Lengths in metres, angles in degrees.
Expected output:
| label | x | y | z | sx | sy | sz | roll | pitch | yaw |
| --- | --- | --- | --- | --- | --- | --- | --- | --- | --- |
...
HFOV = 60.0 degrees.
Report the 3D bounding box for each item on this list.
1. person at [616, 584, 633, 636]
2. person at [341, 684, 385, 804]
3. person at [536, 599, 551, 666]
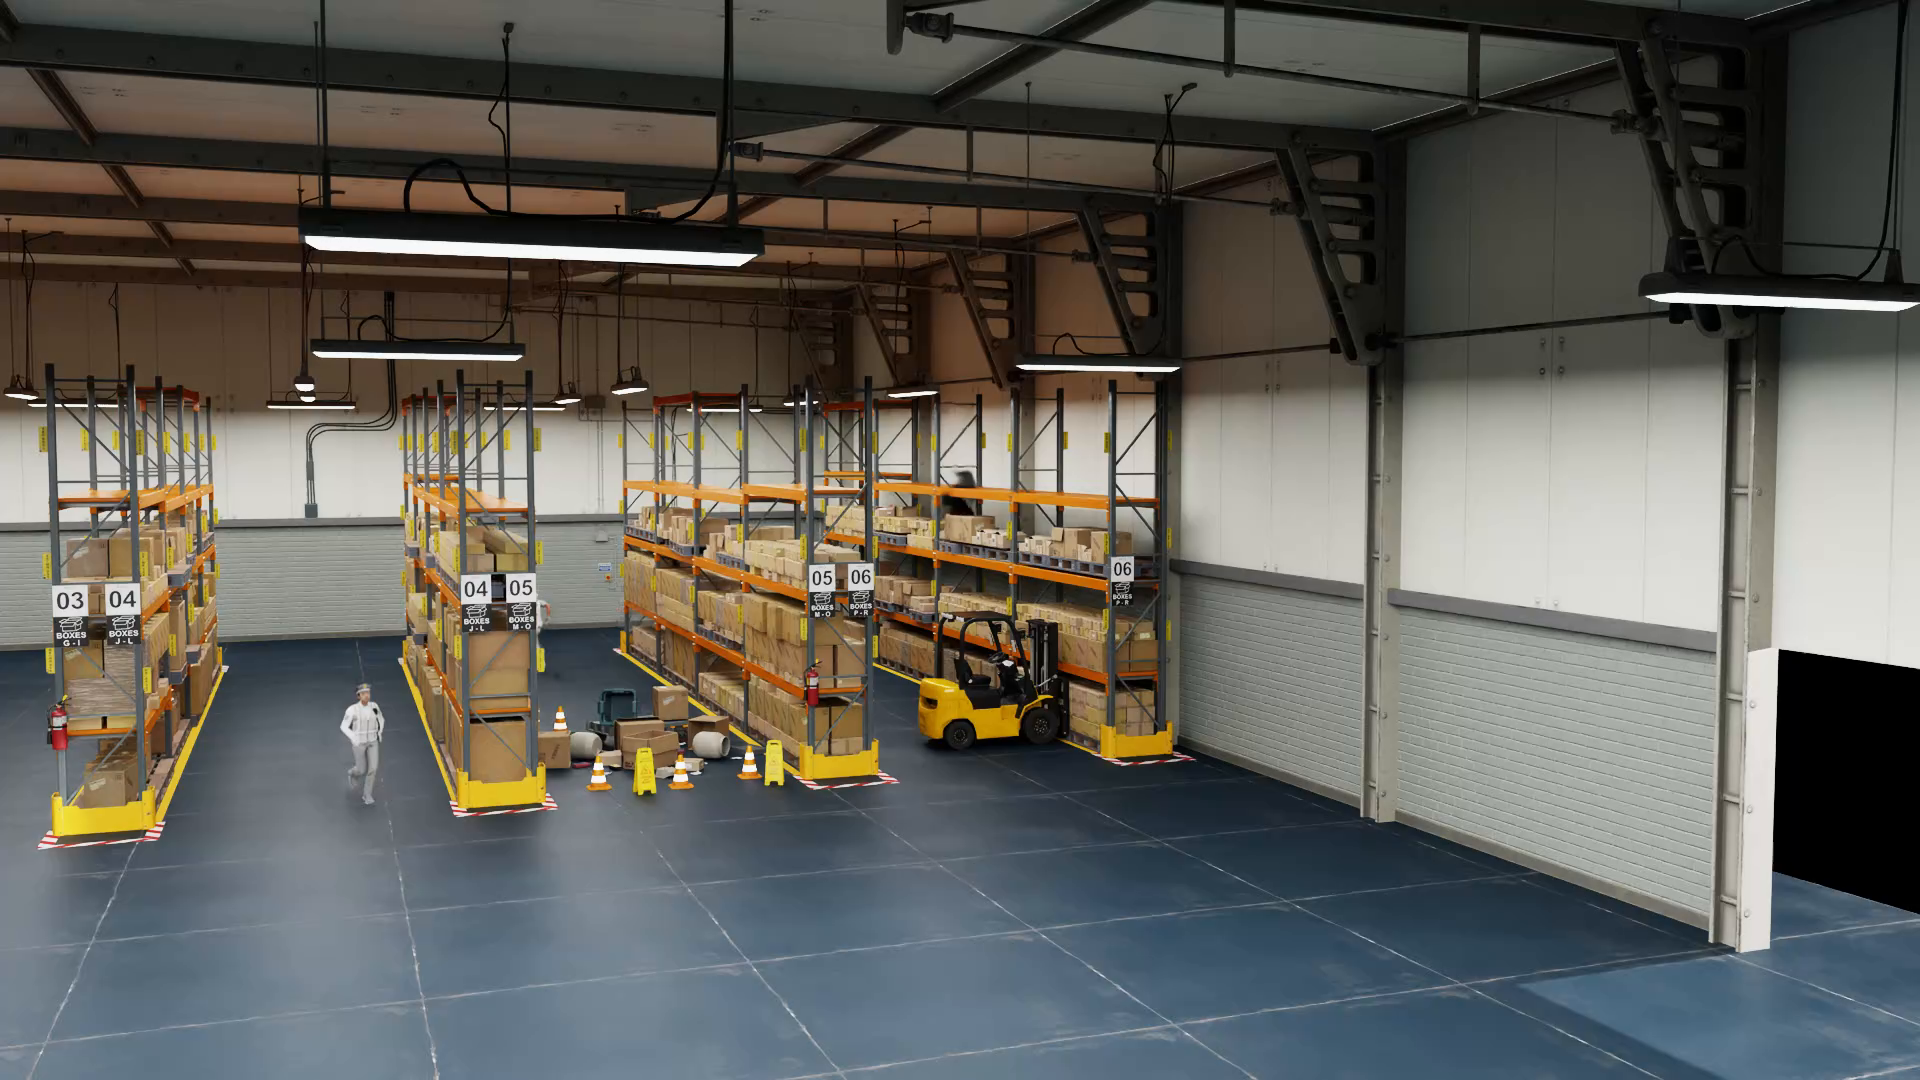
| label | x | y | z | sx | sy | sz | roll | pitch | yaw |
| --- | --- | --- | --- | --- | --- | --- | --- | --- | --- |
| person | -8.224 | 1.834 | 41.031 | 0.515 | 1.548 | 0.452 | -1 | 3 | -9 |
| person | -8.338 | 2.828 | 23.270 | 0.624 | 1.673 | 0.661 | -3 | 4 | -40 |
| person | -9.429 | 1.974 | 36.834 | 0.646 | 1.758 | 0.948 | -3 | 4 | -42 |
